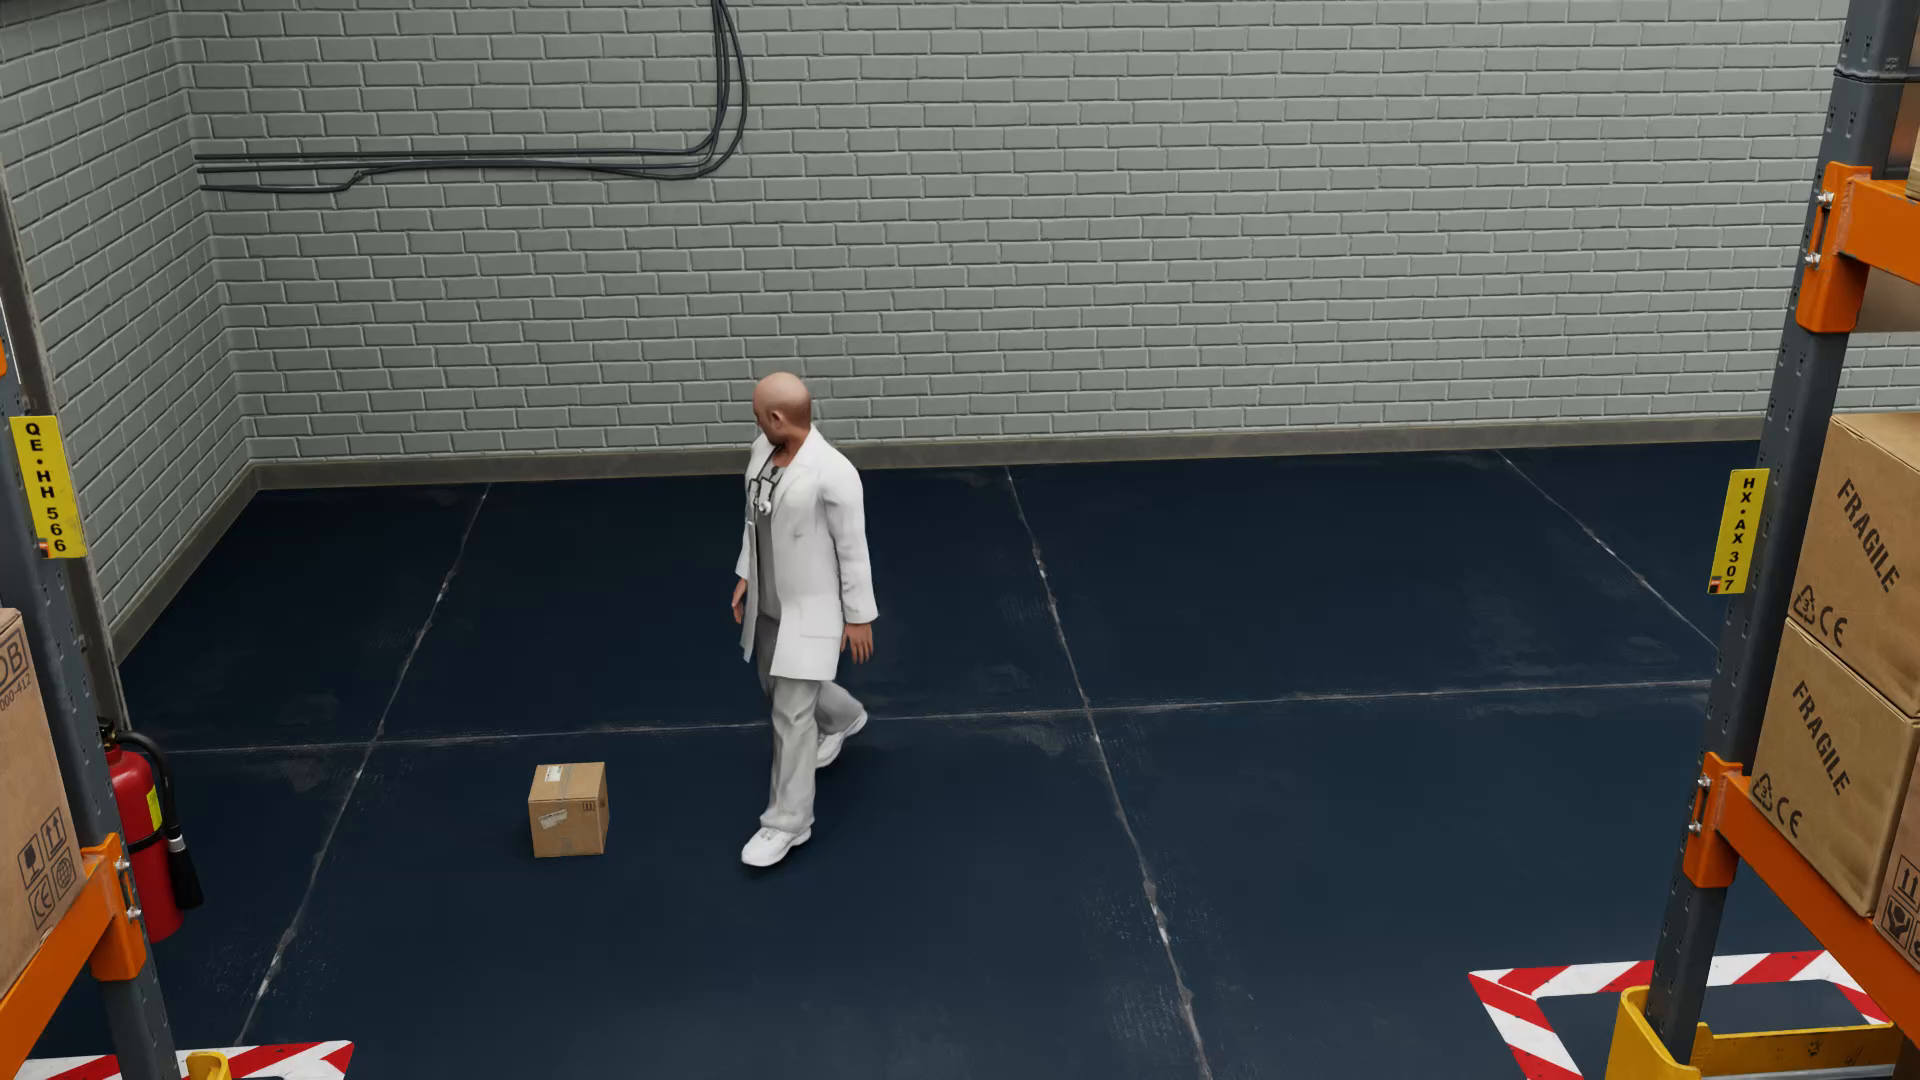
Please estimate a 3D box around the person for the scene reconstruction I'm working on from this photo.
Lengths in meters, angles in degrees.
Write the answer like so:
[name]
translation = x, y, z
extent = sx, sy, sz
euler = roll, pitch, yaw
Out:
[person]
translation = -0.592, 0.226, 6.079
extent = 0.628, 1.753, 0.923
euler = 22, 31, 40
